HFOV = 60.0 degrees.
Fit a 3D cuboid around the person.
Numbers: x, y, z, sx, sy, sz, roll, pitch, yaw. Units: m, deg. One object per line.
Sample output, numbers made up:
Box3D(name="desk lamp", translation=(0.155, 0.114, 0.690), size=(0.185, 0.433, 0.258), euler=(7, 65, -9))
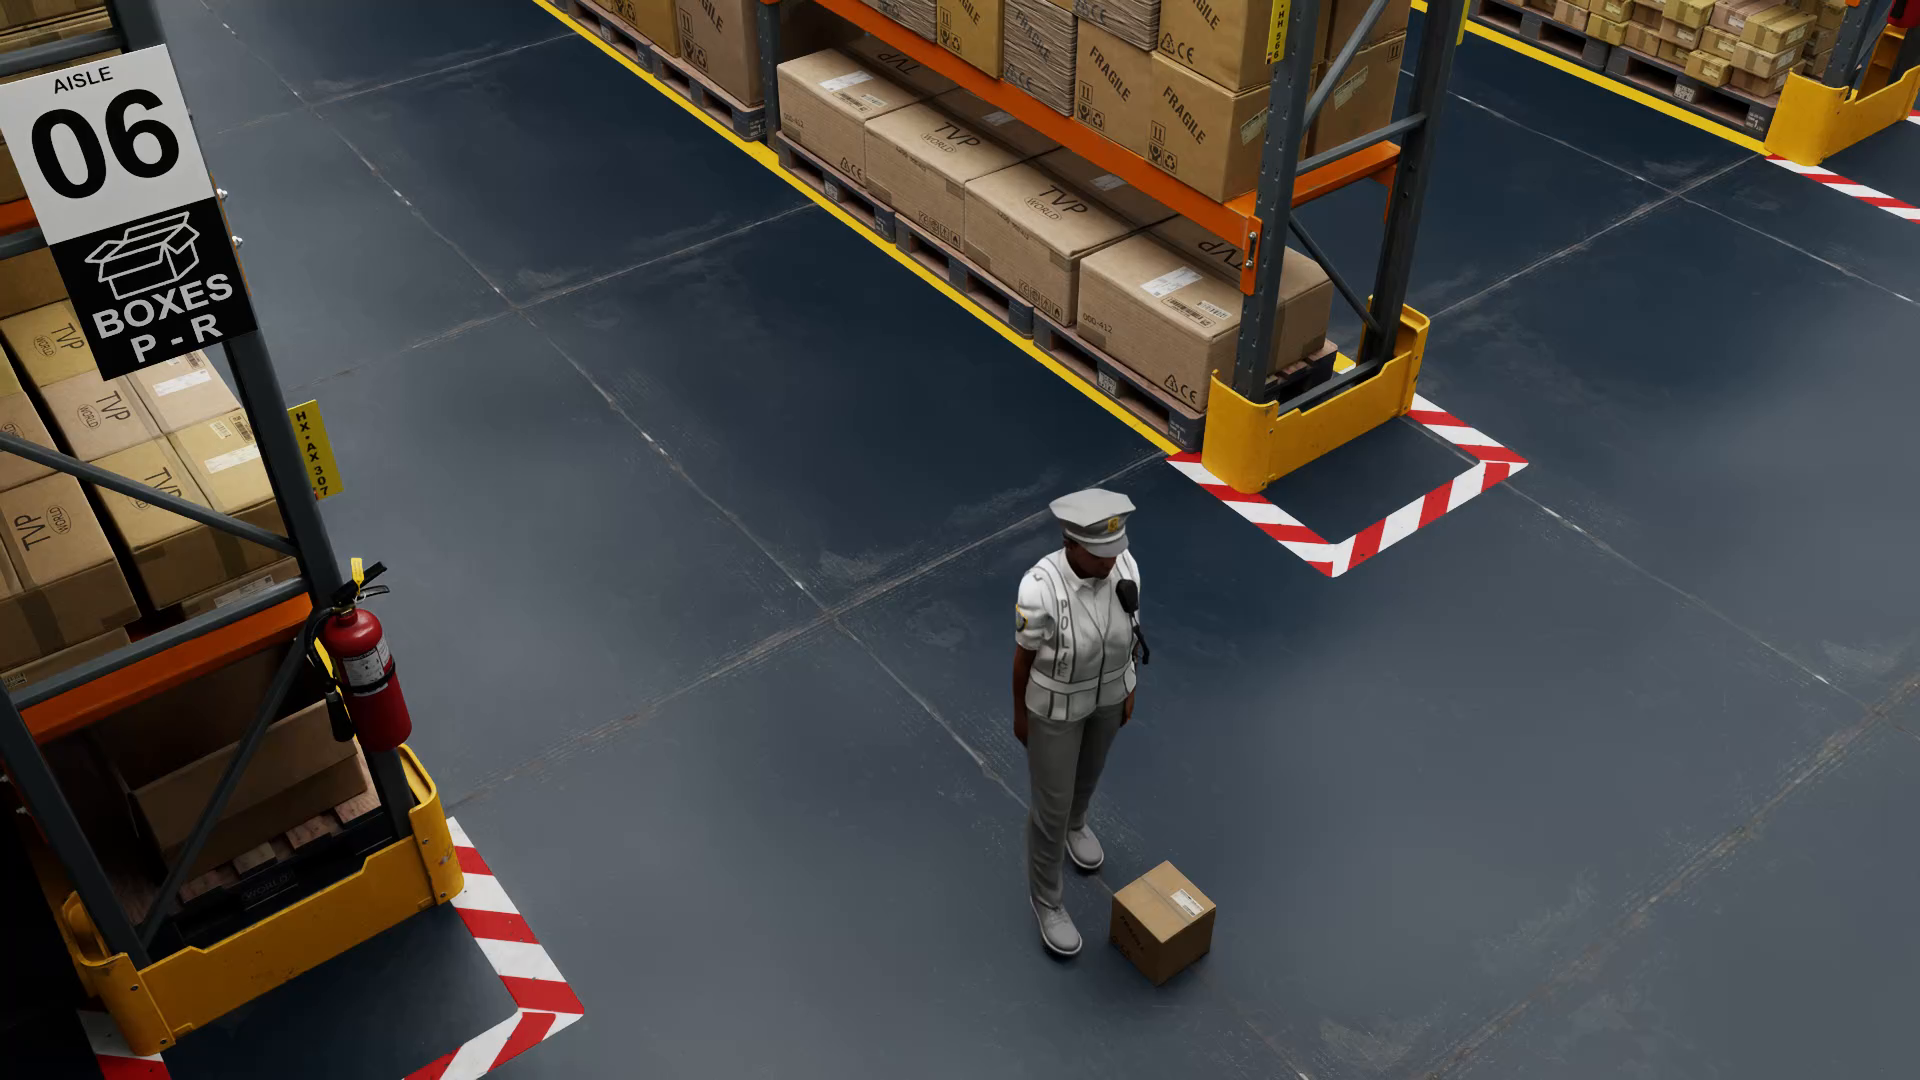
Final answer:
Box3D(name="person", translation=(0.417, 0.590, 5.444), size=(0.497, 1.669, 0.585), euler=(-20, 44, -22))
